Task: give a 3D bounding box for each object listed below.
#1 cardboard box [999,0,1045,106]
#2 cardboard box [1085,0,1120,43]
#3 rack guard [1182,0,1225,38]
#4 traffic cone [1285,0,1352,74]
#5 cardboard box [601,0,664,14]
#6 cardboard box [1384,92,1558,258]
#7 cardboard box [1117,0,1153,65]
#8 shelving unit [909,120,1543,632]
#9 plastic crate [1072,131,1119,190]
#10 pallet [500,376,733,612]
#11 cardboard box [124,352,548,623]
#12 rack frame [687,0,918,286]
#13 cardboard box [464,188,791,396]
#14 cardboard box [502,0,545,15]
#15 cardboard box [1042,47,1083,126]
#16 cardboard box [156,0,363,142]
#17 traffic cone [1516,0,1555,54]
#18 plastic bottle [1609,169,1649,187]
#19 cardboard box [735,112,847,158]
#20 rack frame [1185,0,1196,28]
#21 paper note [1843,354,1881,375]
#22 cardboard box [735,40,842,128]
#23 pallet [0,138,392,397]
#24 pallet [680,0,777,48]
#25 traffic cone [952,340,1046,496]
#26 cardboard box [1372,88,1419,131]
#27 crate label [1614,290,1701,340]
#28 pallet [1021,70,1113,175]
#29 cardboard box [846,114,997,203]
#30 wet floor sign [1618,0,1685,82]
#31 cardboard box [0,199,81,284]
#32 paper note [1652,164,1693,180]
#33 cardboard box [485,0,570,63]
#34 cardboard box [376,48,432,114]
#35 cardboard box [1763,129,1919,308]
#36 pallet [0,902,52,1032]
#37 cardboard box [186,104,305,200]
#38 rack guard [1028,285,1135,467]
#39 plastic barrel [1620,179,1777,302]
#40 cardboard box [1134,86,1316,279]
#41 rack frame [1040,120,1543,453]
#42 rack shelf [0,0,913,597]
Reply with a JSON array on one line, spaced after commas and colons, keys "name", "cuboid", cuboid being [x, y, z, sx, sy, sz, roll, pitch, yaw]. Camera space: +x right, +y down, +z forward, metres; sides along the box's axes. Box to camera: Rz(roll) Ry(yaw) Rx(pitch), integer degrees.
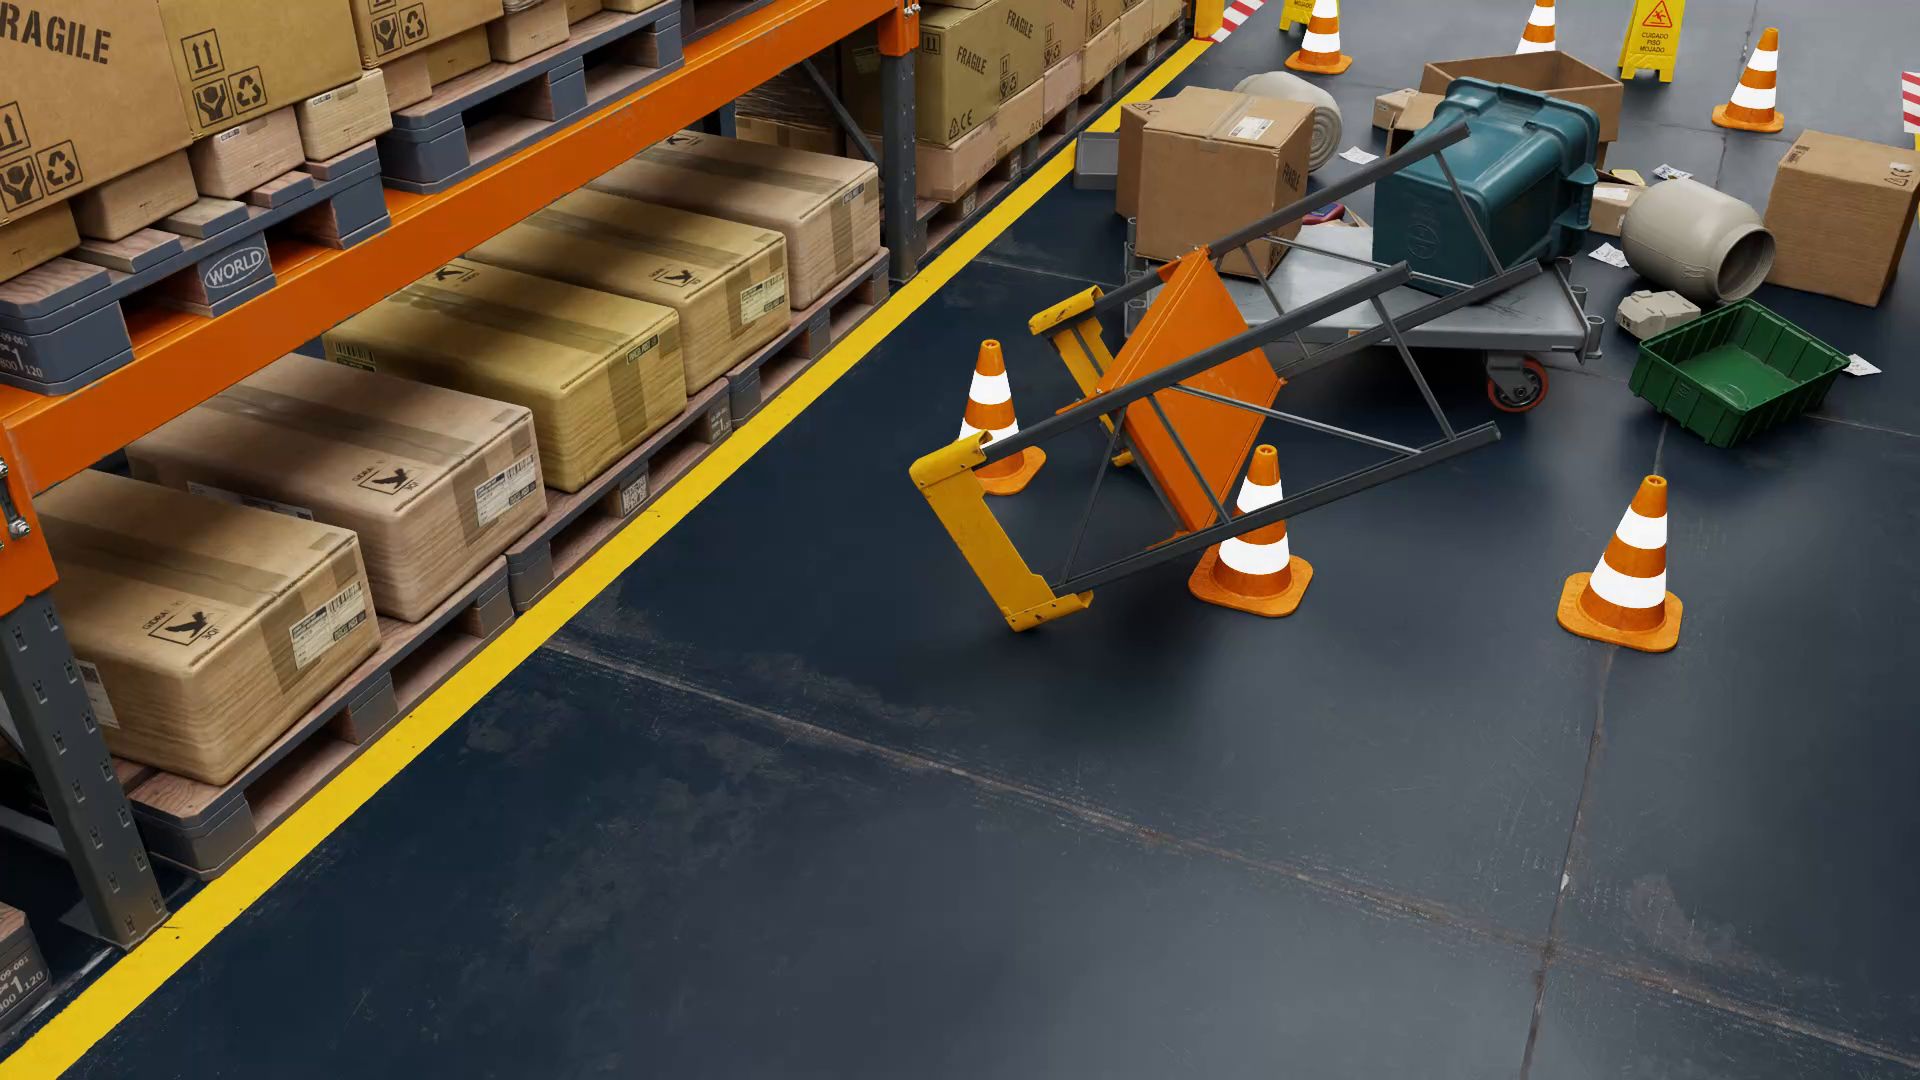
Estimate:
[{"name": "cardboard box", "cuboid": [0.051, -2.285, 7.440, 0.500, 0.500, 0.500, 16, 36, 22]}, {"name": "cardboard box", "cuboid": [0.488, -2.807, 8.236, 0.500, 0.500, 0.500, 13, 36, 19]}, {"name": "rack guard", "cuboid": [0.987, -3.354, 9.909, 1.175, 0.500, 0.348, 14, 36, 20]}, {"name": "traffic cone", "cuboid": [2.010, -2.866, 9.199, 0.336, 0.463, 0.334, 14, 36, 20]}, {"name": "cardboard box", "cuboid": [-1.059, -1.691, 4.939, 0.380, 0.149, 0.250, 14, 36, 20]}, {"name": "cardboard box", "cuboid": [2.200, -1.526, 6.995, 0.797, 0.637, 0.503, 14, 36, 20]}, {"name": "cardboard box", "cuboid": [0.701, -2.742, 8.821, 0.500, 0.250, 0.500, 14, 36, 21]}, {"name": "shelving unit", "cuboid": [0.778, -0.469, 4.737, 1.500, 0.587, 1.083, -22, 20, 35]}, {"name": "plastic crate", "cuboid": [0.747, -1.818, 7.949, 0.402, 0.080, 0.583, 3, 33, 4]}, {"name": "pallet", "cuboid": [-1.488, -0.281, 5.486, 1.003, 0.211, 1.213, 14, 36, 20]}, {"name": "cardboard box", "cuboid": [-1.781, -0.178, 4.799, 0.950, 0.372, 0.625, 13, 36, 20]}, {"name": "rack frame", "cuboid": [-0.655, -2.445, 6.243, 1.000, 3.000, 0.127, 14, 36, 20]}, {"name": "cardboard box", "cuboid": [-1.170, -0.901, 5.902, 0.950, 0.372, 0.625, 16, 37, 23]}, {"name": "cardboard box", "cuboid": [-1.286, -1.740, 4.422, 0.500, 0.500, 0.500, 13, 35, 19]}, {"name": "cardboard box", "cuboid": [0.270, -2.236, 8.049, 0.500, 0.250, 0.500, 14, 36, 20]}, {"name": "cardboard box", "cuboid": [-1.718, -1.227, 3.640, 0.500, 0.500, 0.500, 16, 37, 23]}, {"name": "traffic cone", "cuboid": [3.161, -2.781, 9.069, 0.336, 0.463, 0.334, 14, 36, 20]}, {"name": "plastic bottle", "cuboid": [3.099, -1.636, 7.690, 0.133, 0.061, 0.283, 3, 33, 4]}, {"name": "cardboard box", "cuboid": [-0.652, -1.827, 7.425, 0.500, 0.250, 0.500, 16, 36, 23]}, {"name": "rack frame", "cuboid": [1.019, -4.437, 9.281, 1.000, 3.000, 0.127, 14, 36, 20]}, {"name": "paper note", "cuboid": [3.342, -0.661, 6.229, 0.147, 0.020, 0.142, -9, 34, -13]}, {"name": "cardboard box", "cuboid": [-0.651, -2.140, 7.219, 0.500, 0.500, 0.500, 14, 36, 20]}, {"name": "pallet", "cuboid": [-2.127, -0.752, 3.836, 1.213, 0.211, 1.003, 14, 36, 20]}, {"name": "pallet", "cuboid": [-1.107, -2.017, 5.766, 1.003, 0.211, 1.213, 14, 36, 20]}, {"name": "traffic cone", "cuboid": [0.098, -0.445, 5.507, 0.336, 0.463, 0.334, 14, 36, 20]}, {"name": "cardboard box", "cuboid": [2.305, -2.129, 8.361, 0.250, 0.149, 0.380, -21, 39, -29]}, {"name": "crate label", "cuboid": [2.708, -0.863, 6.441, 0.298, 0.136, 0.250, -9, 34, -13]}, {"name": "pallet", "cuboid": [0.103, -2.231, 8.460, 1.003, 0.211, 1.213, 14, 36, 20]}, {"name": "cardboard box", "cuboid": [-0.163, -1.702, 7.235, 0.500, 0.250, 0.500, 13, 35, 18]}, {"name": "wet floor sign", "cuboid": [3.771, -2.836, 8.986, 0.267, 0.644, 0.232, 8, 34, 12]}, {"name": "cardboard box", "cuboid": [-2.023, -0.642, 3.340, 0.380, 0.149, 0.250, 12, 35, 18]}, {"name": "paper note", "cuboid": [3.376, -1.739, 7.875, 0.144, 0.017, 0.142, 29, 43, 36]}, {"name": "cardboard box", "cuboid": [-1.303, -1.436, 4.551, 0.380, 0.149, 0.250, 15, 36, 22]}, {"name": "cardboard box", "cuboid": [-1.554, -1.171, 4.147, 0.380, 0.149, 0.250, 16, 37, 23]}, {"name": "cardboard box", "cuboid": [3.601, -1.324, 6.811, 0.500, 0.500, 0.500, 21, 39, 28]}, {"name": "pallet", "cuboid": [-2.727, 1.089, 3.397, 1.003, 0.211, 1.213, 14, 36, 20]}, {"name": "cardboard box", "cuboid": [-1.718, -0.901, 3.735, 0.380, 0.149, 0.250, 12, 35, 17]}, {"name": "rack guard", "cuboid": [0.486, -0.532, 5.478, 0.250, 0.587, 0.087, -22, 20, 35]}, {"name": "plastic barrel", "cuboid": [2.965, -1.199, 6.692, 0.421, 0.421, 0.512, -15, 36, -21]}, {"name": "cardboard box", "cuboid": [0.974, -1.323, 6.121, 0.500, 0.500, 0.500, 14, 36, 20]}, {"name": "rack frame", "cuboid": [0.969, -0.736, 5.137, 1.500, 0.500, 0.032, -22, 20, 35]}, {"name": "rack shelf", "cuboid": [-1.492, -1.148, 4.921, 1.077, 0.370, 4.000, 14, 36, 20]}]
